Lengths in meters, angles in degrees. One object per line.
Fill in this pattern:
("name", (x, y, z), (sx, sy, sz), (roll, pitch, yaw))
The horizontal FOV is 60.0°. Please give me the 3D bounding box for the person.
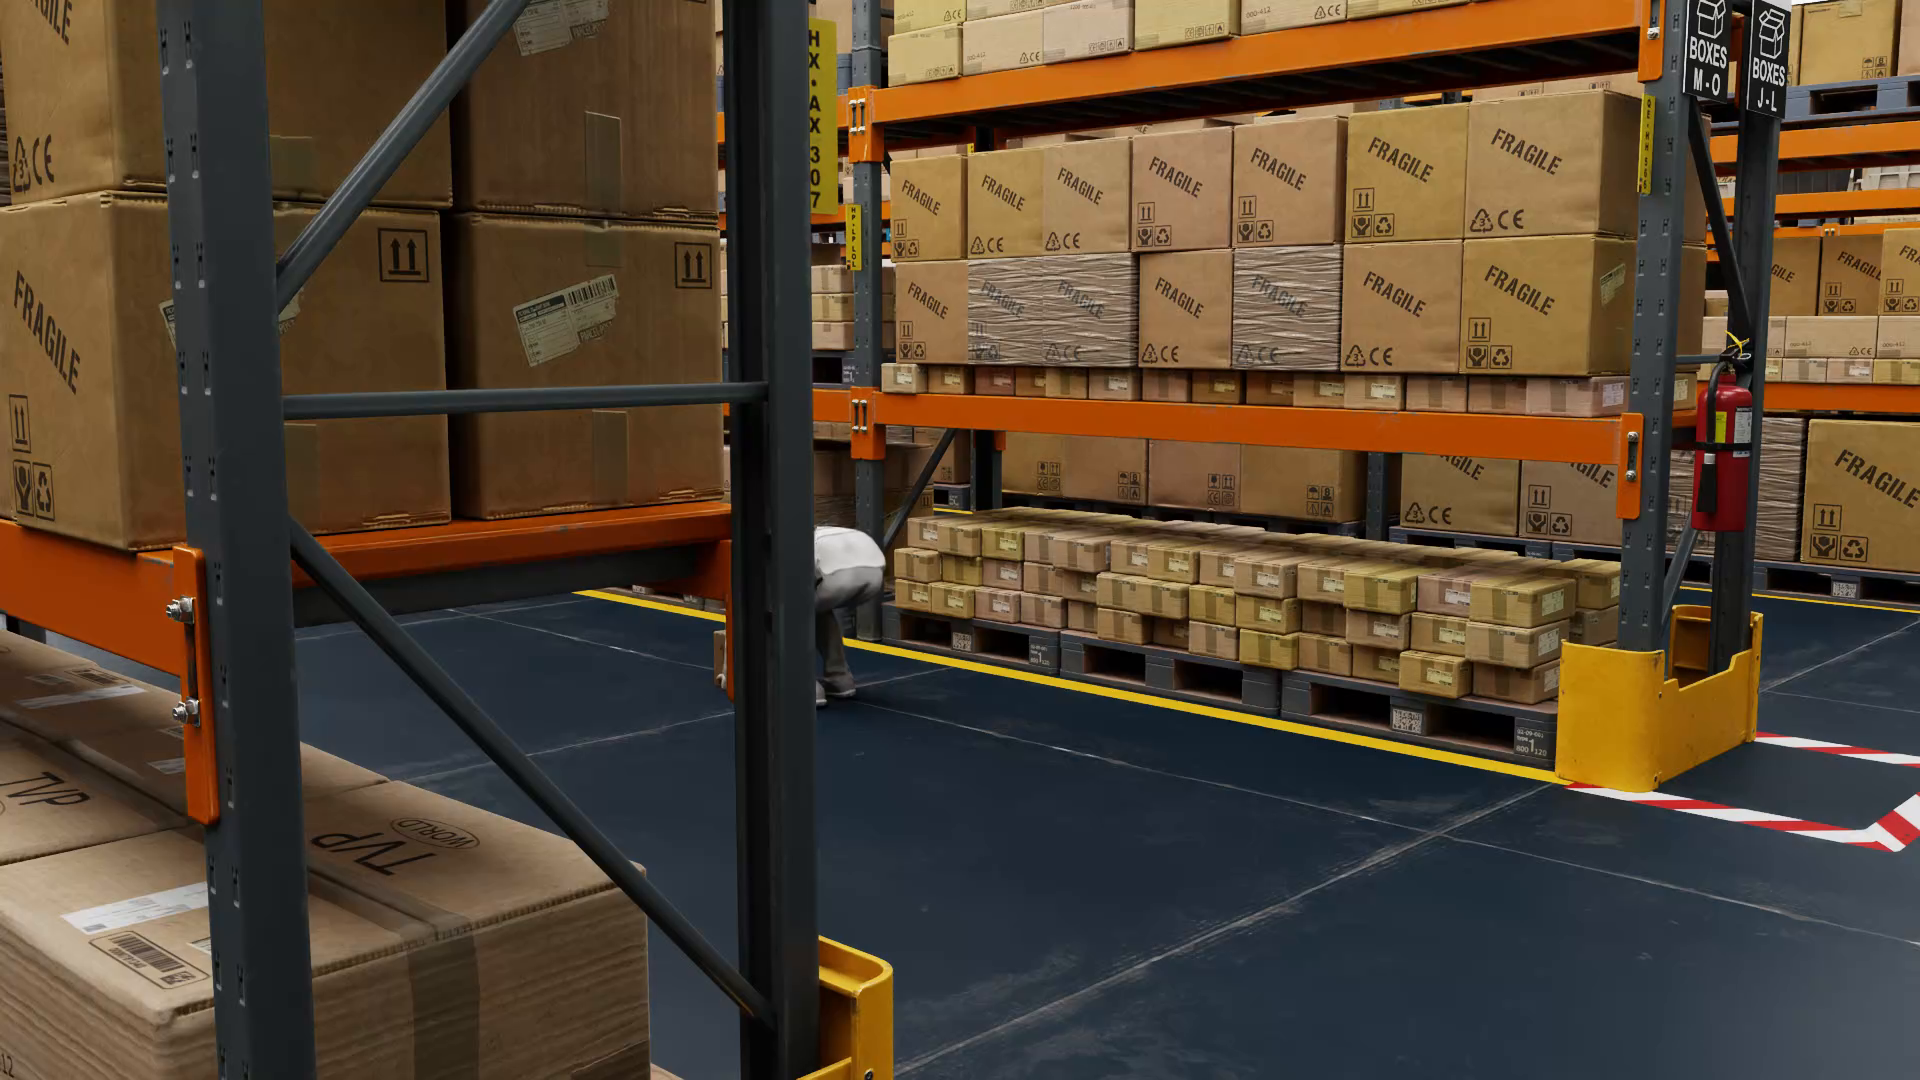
("person", (-0.735, 0.322, 7.361), (0.910, 0.783, 0.456), (6, 10, 42))
